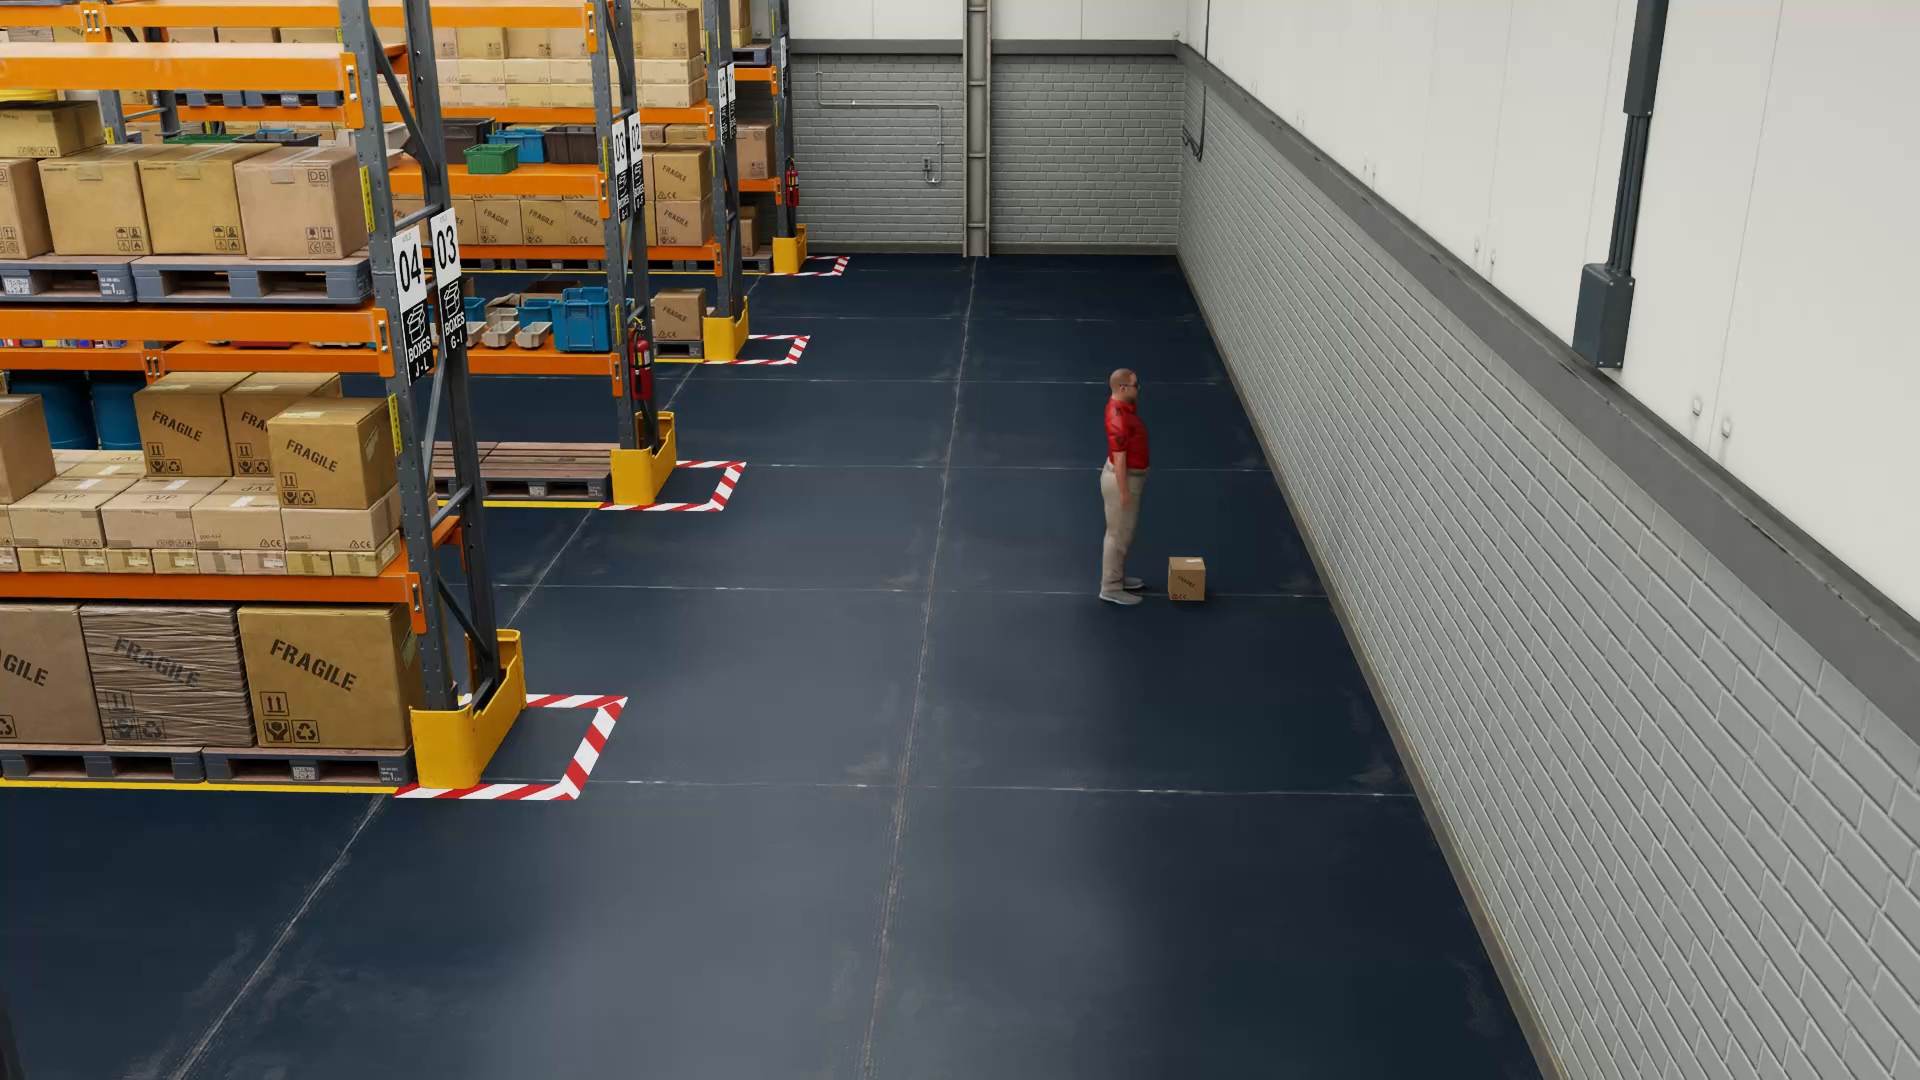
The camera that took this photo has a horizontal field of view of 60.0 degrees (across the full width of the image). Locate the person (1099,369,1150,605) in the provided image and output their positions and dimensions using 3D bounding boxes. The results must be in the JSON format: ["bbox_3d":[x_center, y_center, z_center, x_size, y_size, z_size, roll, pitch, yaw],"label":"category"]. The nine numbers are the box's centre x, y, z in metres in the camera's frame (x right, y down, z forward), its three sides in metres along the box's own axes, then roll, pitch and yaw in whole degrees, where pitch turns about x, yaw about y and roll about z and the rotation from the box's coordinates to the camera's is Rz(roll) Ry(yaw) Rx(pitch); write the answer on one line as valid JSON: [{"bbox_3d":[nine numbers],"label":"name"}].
[{"bbox_3d":[1.213,-0.406,12.208,0.361,1.743,0.530,1,21,3],"label":"person"}]
